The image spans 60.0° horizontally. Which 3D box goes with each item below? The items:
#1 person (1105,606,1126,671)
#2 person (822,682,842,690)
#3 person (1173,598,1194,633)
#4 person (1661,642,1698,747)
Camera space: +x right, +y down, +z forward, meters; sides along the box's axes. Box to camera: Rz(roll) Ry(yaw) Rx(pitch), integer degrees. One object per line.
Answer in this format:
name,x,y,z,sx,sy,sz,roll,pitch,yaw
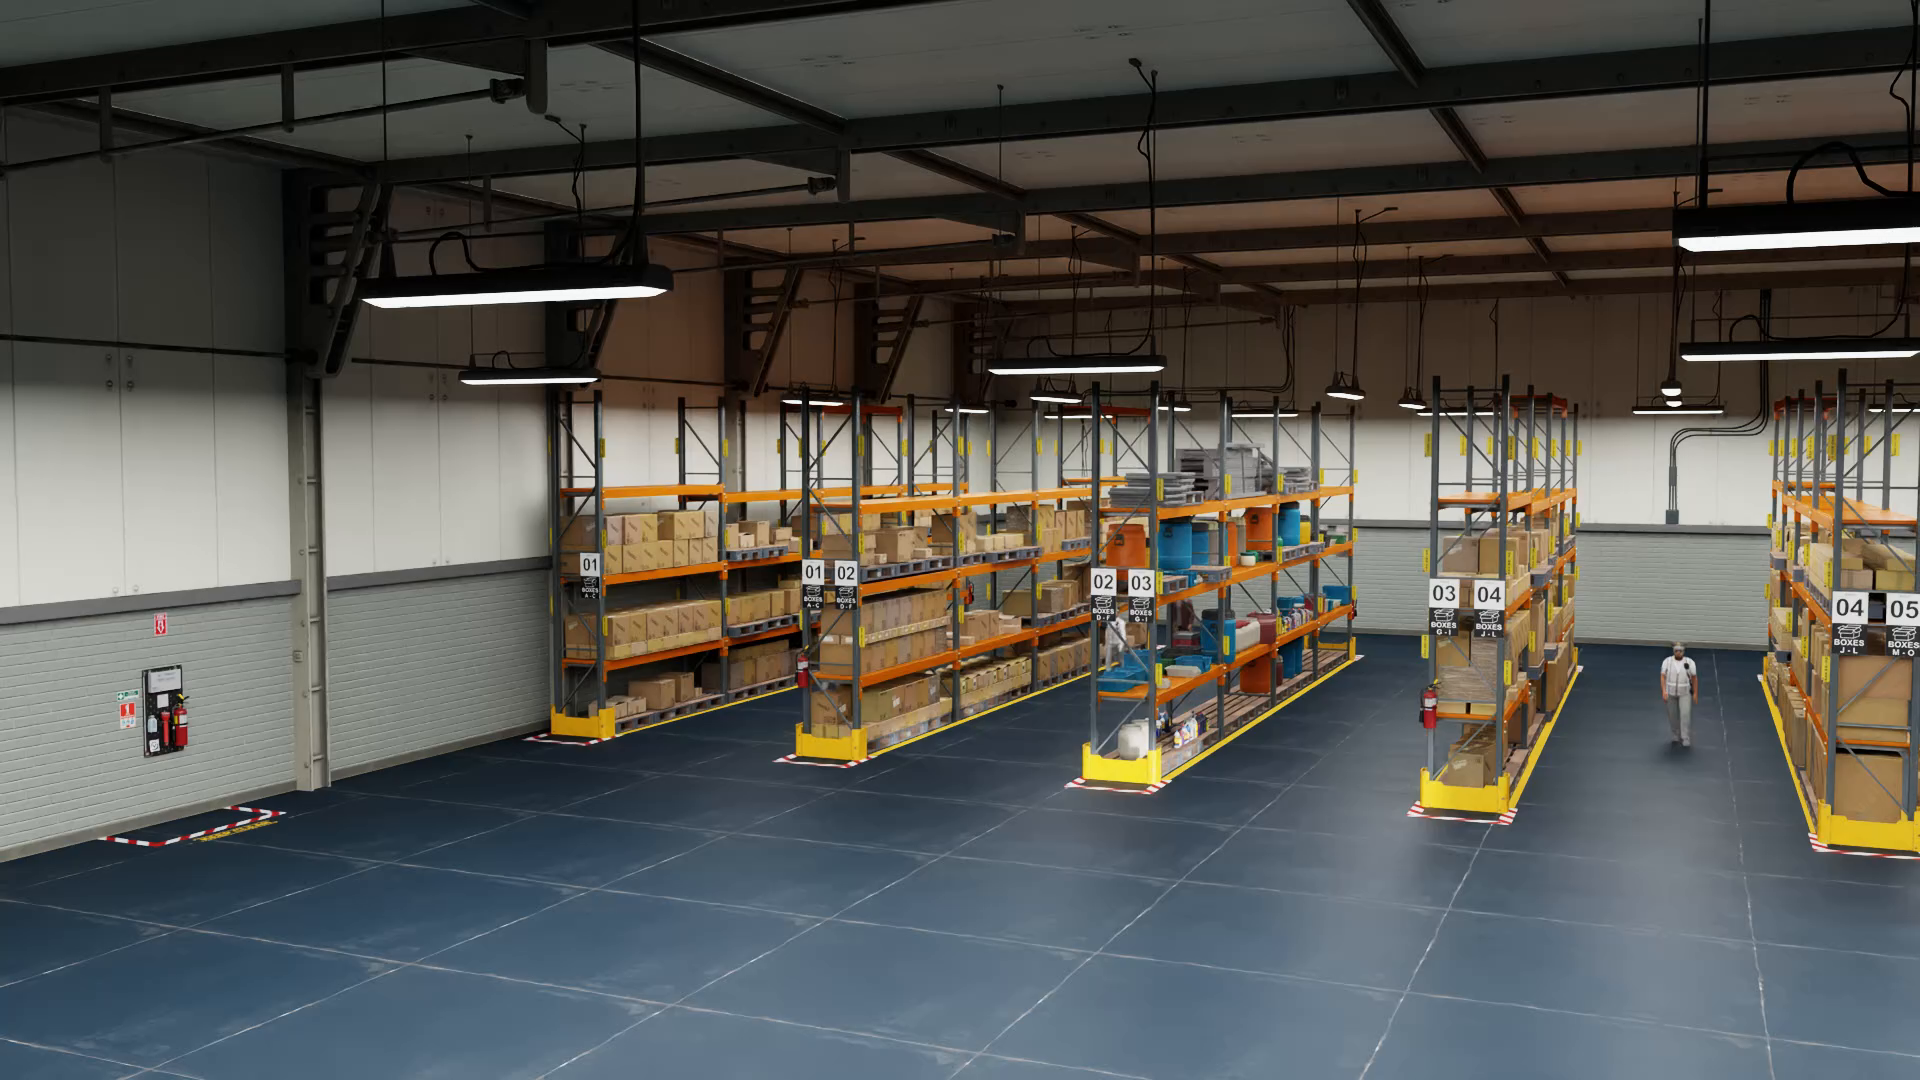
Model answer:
person,3.298,2.210,35.453,0.525,1.616,1.042,1,3,25
person,-2.377,2.511,30.672,0.434,1.546,0.967,0,3,8
person,5.232,1.966,39.177,0.585,1.728,1.023,1,3,20
person,12.076,2.570,27.953,0.578,1.718,0.962,2,4,30
